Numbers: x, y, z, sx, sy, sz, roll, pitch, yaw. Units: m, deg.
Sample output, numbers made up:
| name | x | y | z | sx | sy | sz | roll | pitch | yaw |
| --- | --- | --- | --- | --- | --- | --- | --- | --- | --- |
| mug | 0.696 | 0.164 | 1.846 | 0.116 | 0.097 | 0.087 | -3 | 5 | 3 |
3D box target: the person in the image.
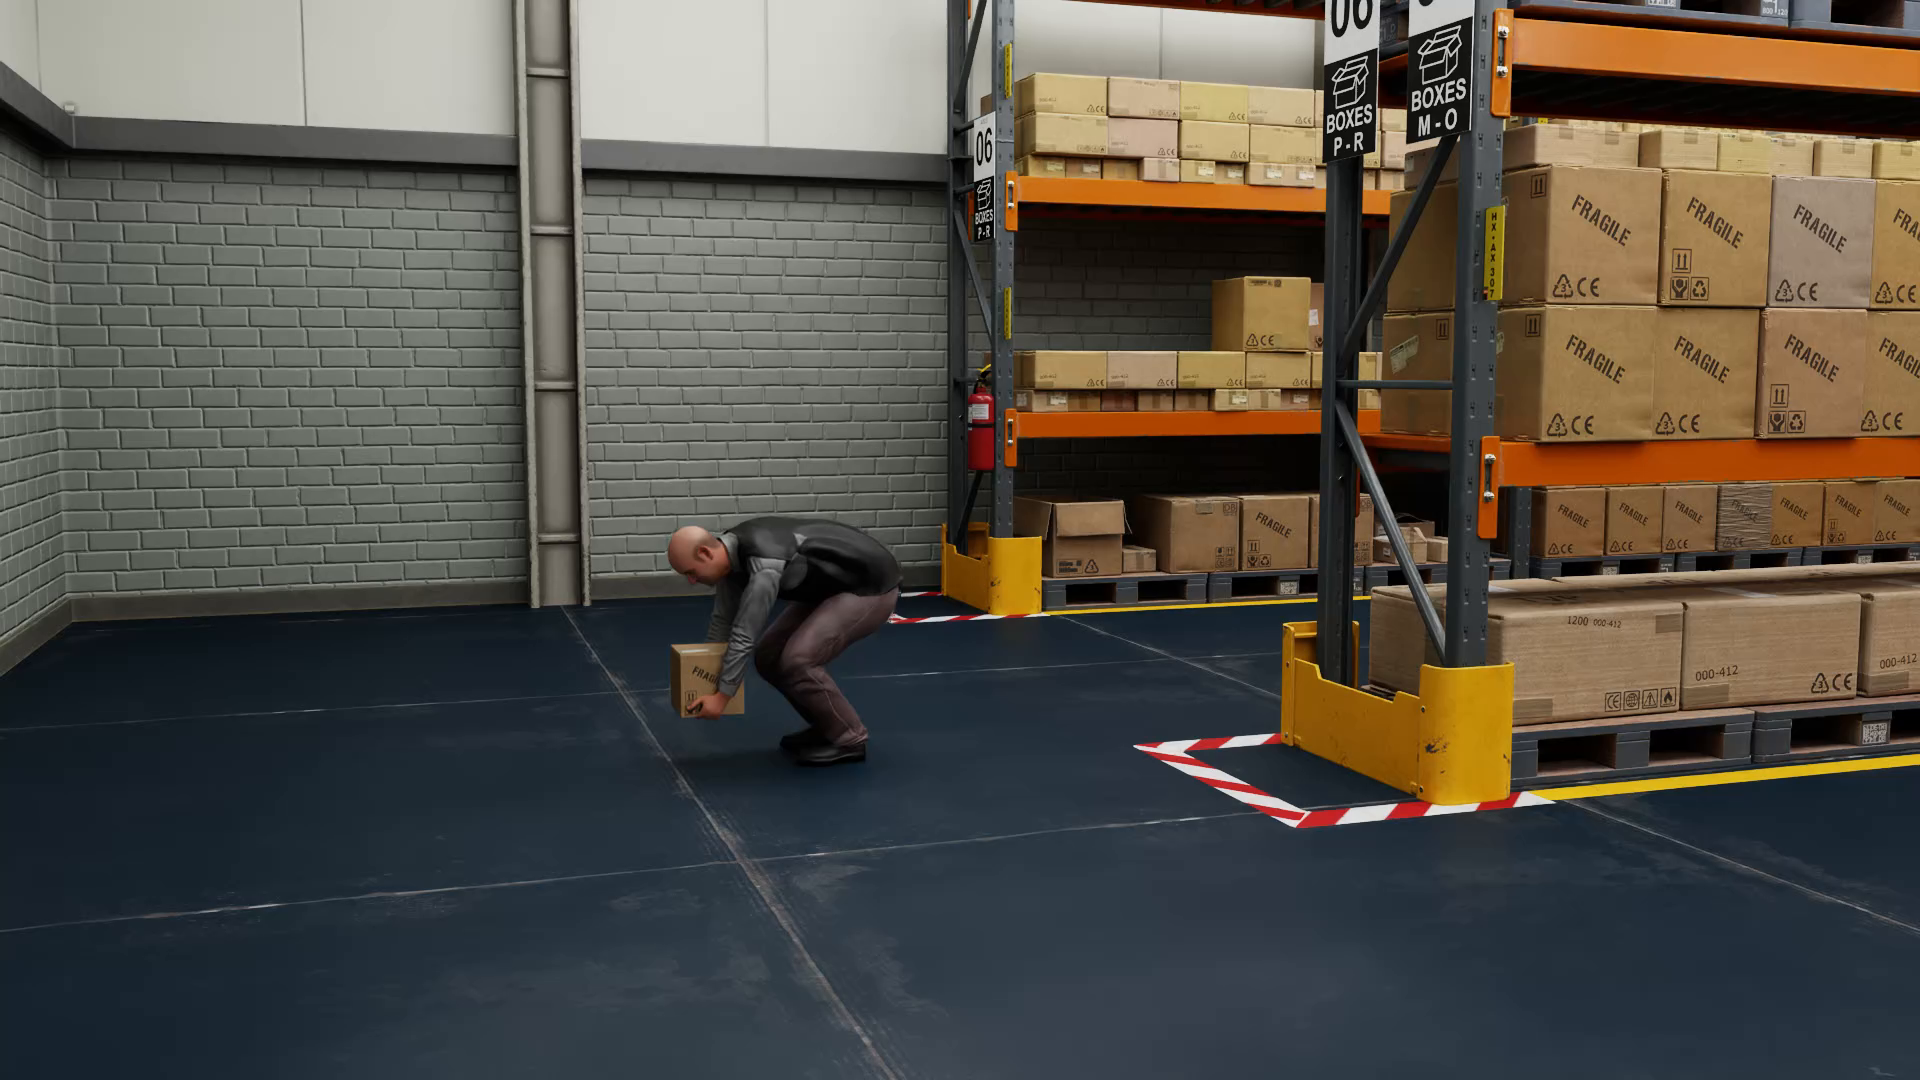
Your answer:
| name | x | y | z | sx | sy | sz | roll | pitch | yaw |
| --- | --- | --- | --- | --- | --- | --- | --- | --- | --- |
| person | -0.712 | 0.402 | 6.693 | 0.926 | 0.972 | 0.518 | -2 | 6 | -21 |
